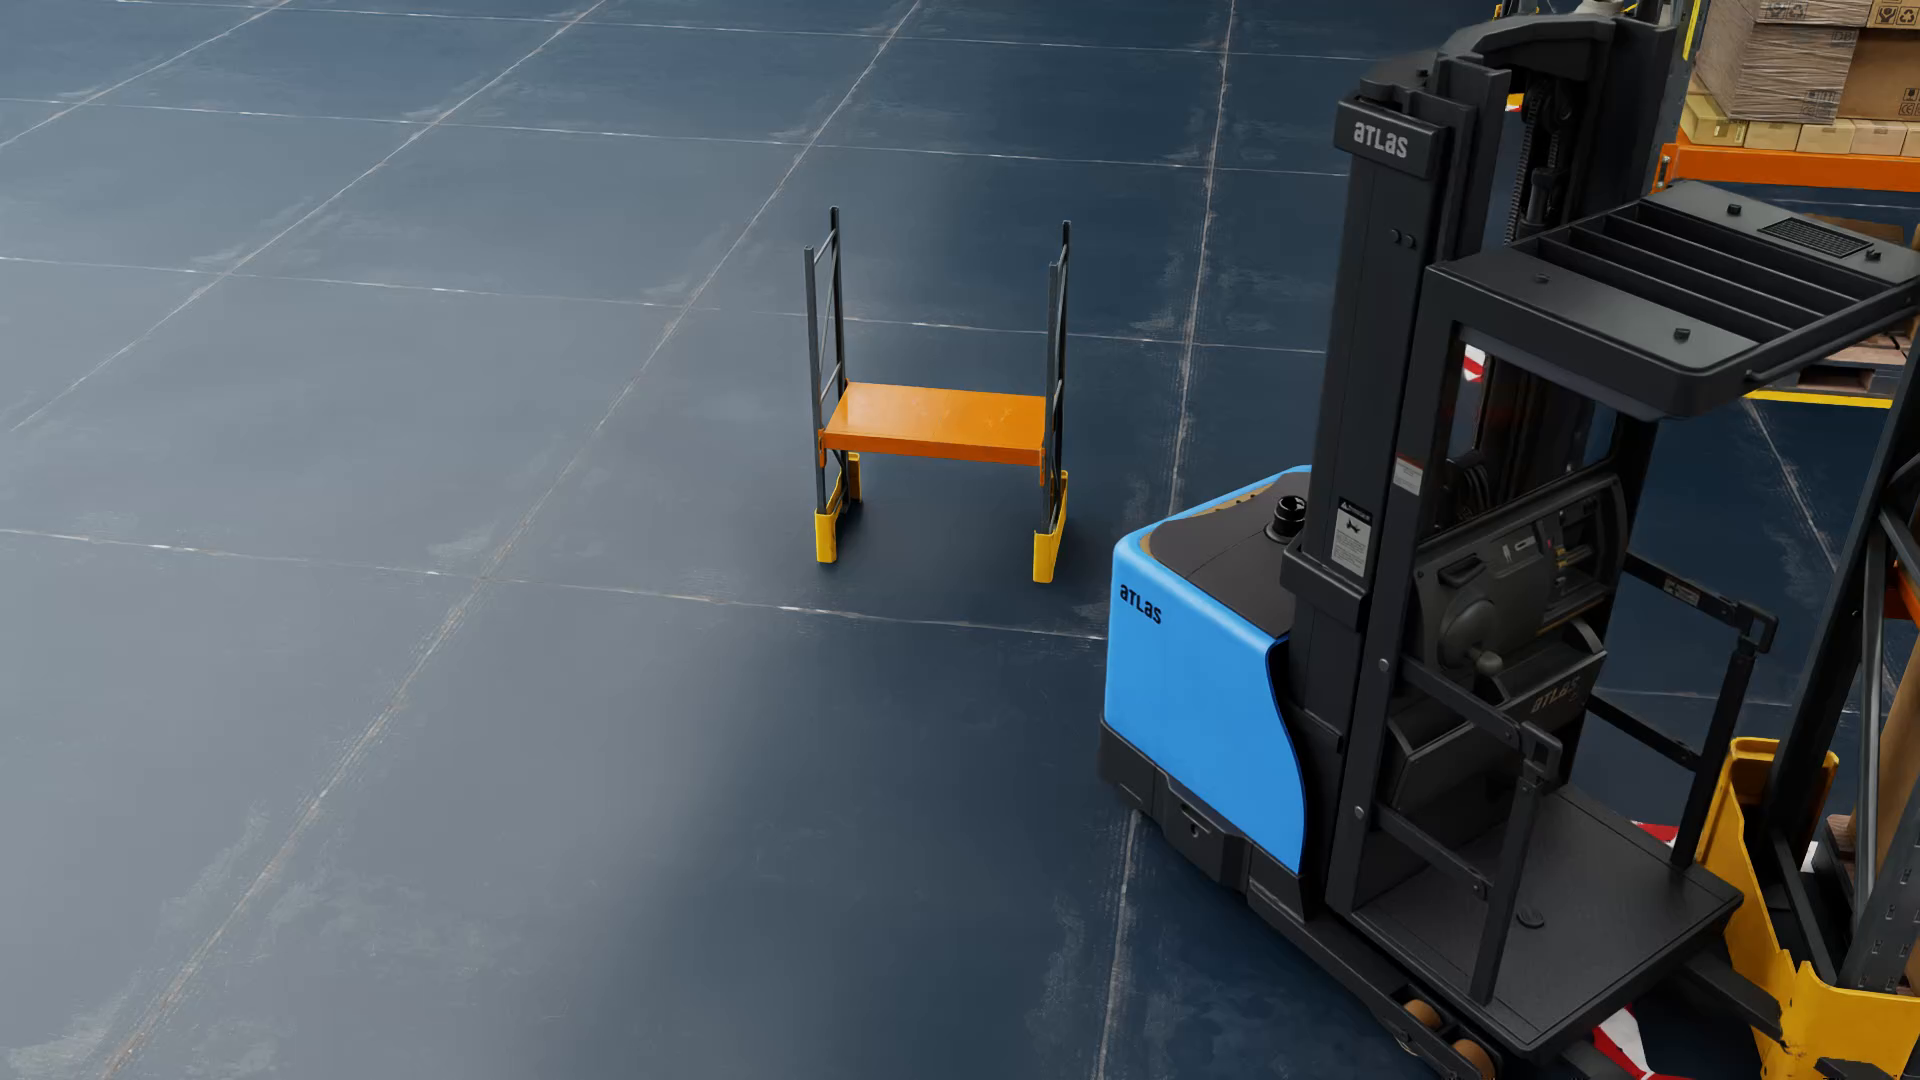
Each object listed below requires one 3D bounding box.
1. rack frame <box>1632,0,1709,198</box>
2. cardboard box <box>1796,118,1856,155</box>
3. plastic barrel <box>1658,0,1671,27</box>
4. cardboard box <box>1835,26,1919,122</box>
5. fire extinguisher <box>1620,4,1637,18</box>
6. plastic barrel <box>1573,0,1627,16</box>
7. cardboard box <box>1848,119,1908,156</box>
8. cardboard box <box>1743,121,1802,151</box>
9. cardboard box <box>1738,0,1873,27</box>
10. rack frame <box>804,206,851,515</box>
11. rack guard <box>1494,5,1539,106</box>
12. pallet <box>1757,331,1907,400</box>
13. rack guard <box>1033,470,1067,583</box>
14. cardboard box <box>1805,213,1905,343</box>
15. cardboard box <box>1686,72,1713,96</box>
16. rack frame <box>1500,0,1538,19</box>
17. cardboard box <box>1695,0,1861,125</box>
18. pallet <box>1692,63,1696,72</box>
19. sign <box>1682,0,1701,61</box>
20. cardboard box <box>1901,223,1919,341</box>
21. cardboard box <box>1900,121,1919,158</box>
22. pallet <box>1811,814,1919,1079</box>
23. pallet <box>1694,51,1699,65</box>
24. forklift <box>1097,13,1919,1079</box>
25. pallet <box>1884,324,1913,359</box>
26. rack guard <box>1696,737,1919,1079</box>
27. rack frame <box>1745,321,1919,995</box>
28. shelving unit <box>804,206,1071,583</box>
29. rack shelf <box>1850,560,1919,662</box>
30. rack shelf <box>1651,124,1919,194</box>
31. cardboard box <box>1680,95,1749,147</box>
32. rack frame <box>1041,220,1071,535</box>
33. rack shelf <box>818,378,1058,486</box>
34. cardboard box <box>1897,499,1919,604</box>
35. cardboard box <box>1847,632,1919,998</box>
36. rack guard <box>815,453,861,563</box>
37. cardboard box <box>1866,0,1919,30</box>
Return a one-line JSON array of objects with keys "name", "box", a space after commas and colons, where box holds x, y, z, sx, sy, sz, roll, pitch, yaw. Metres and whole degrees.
[{"name": "rack frame", "box": [3.672, -2.437, 8.816, 0.127, 3.000, 1.000, 5, 32, 8]}, {"name": "cardboard box", "box": [4.400, -2.118, 8.543, 0.250, 0.149, 0.380, 5, 32, 8]}, {"name": "plastic barrel", "box": [5.661, -4.087, 13.402, 0.421, 0.512, 0.421, 0, 32, 0]}, {"name": "cardboard box", "box": [4.723, -2.560, 8.638, 0.500, 0.500, 0.875, 5, 32, 8]}, {"name": "fire extinguisher", "box": [3.637, -2.655, 9.238, 0.183, 0.674, 0.296, 5, 32, 8]}, {"name": "plastic barrel", "box": [5.167, -4.132, 13.473, 0.421, 0.512, 0.421, 0, 32, 0]}, {"name": "cardboard box", "box": [4.650, -2.106, 8.525, 0.250, 0.149, 0.380, 5, 32, 8]}, {"name": "cardboard box", "box": [4.156, -2.148, 8.591, 0.250, 0.149, 0.380, 5, 32, 8]}, {"name": "cardboard box", "box": [4.168, -2.838, 8.139, 0.500, 0.500, 0.500, 5, 32, 8]}, {"name": "rack frame", "box": [-0.585, -0.689, 7.437, 0.032, 1.500, 0.500, 5, 32, 8]}, {"name": "rack guard", "box": [4.588, -3.986, 13.646, 0.348, 0.500, 1.175, 5, 32, 8]}, {"name": "pallet", "box": [4.542, -1.157, 9.400, 1.213, 0.211, 1.003, 5, 32, 8]}, {"name": "rack guard", "box": [0.416, -0.068, 7.624, 0.087, 0.250, 0.587, 5, 32, 8]}, {"name": "cardboard box", "box": [4.880, -1.455, 9.208, 0.500, 0.500, 0.500, 14, 35, 21]}, {"name": "cardboard box", "box": [3.988, -2.413, 9.015, 0.250, 0.149, 0.380, 5, 32, 8]}, {"name": "rack frame", "box": [4.505, -5.027, 12.955, 0.127, 3.000, 1.000, 5, 32, 8]}, {"name": "cardboard box", "box": [4.210, -2.542, 8.609, 0.500, 0.500, 0.875, 5, 32, 8]}, {"name": "pallet", "box": [5.388, -3.788, 13.603, 1.213, 0.211, 1.003, 5, 32, 8]}, {"name": "sign", "box": [3.581, -2.520, 8.133, 0.005, 0.325, 0.100, 5, 32, 8]}, {"name": "cardboard box", "box": [5.494, -1.390, 9.103, 0.500, 0.500, 0.500, 8, 33, 13]}, {"name": "cardboard box", "box": [4.895, -2.080, 8.483, 0.250, 0.149, 0.380, 5, 32, 8]}, {"name": "pallet", "box": [3.539, 1.361, 5.377, 1.213, 0.211, 1.003, 5, 32, 8]}, {"name": "pallet", "box": [6.587, -3.678, 13.427, 1.213, 0.211, 1.003, 5, 32, 8]}, {"name": "forklift", "box": [1.780, 0.151, 4.747, 1.130, 2.935, 3.031, -21, 38, -30]}, {"name": "pallet", "box": [5.741, -1.047, 9.224, 1.213, 0.211, 1.003, 5, 32, 8]}, {"name": "rack guard", "box": [2.714, 1.206, 5.353, 0.348, 0.500, 1.175, 5, 32, 8]}, {"name": "rack frame", "box": [2.738, 0.148, 4.686, 0.127, 3.000, 1.000, 5, 32, 8]}, {"name": "shelving unit", "box": [-0.075, -0.643, 7.363, 1.083, 1.500, 0.587, 5, 32, 8]}, {"name": "rack shelf", "box": [4.710, 0.632, 4.592, 4.000, 0.370, 1.077, 5, 32, 8]}, {"name": "rack shelf", "box": [5.644, -1.953, 8.722, 4.000, 0.370, 1.077, 5, 32, 8]}, {"name": "cardboard box", "box": [3.913, -2.180, 8.643, 0.250, 0.149, 0.380, 5, 32, 8]}, {"name": "rack frame", "box": [0.417, -0.598, 7.292, 0.032, 1.500, 0.500, 5, 32, 8]}, {"name": "rack shelf", "box": [-0.084, -0.491, 7.460, 1.000, 0.185, 0.538, 5, 32, 8]}, {"name": "cardboard box", "box": [3.111, 0.094, 4.631, 0.550, 0.550, 0.875, 5, 32, 8]}, {"name": "cardboard box", "box": [3.418, 0.897, 5.097, 0.875, 0.875, 0.875, 5, 32, 8]}, {"name": "rack guard", "box": [-0.566, -0.157, 7.766, 0.087, 0.250, 0.587, 5, 32, 8]}, {"name": "cardboard box", "box": [4.660, -2.789, 8.062, 0.500, 0.500, 0.500, 5, 32, 8]}]
